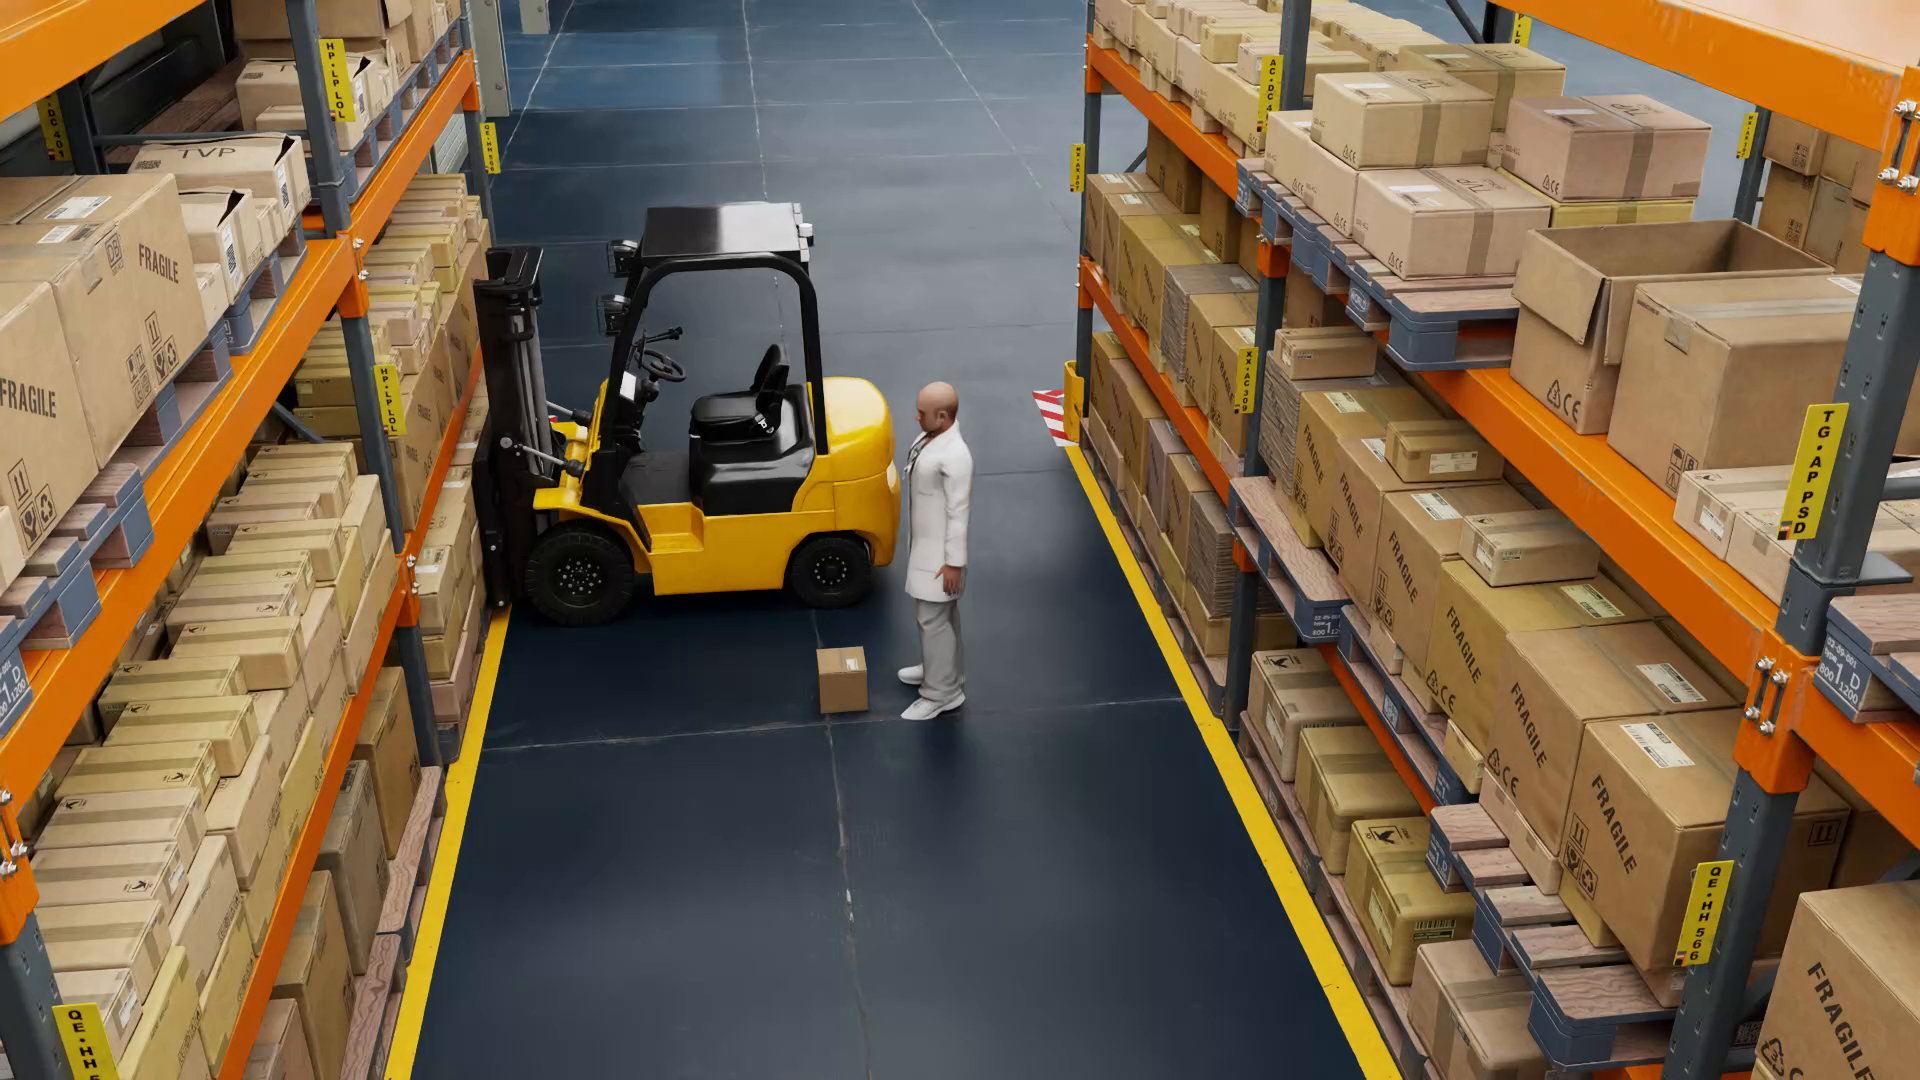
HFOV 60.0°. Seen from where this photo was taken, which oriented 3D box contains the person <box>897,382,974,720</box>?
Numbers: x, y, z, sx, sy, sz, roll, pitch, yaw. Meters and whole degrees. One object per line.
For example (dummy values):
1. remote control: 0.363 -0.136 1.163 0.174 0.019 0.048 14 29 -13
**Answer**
1. person: -0.155 0.044 8.583 0.409 1.838 0.645 -4 27 -8
